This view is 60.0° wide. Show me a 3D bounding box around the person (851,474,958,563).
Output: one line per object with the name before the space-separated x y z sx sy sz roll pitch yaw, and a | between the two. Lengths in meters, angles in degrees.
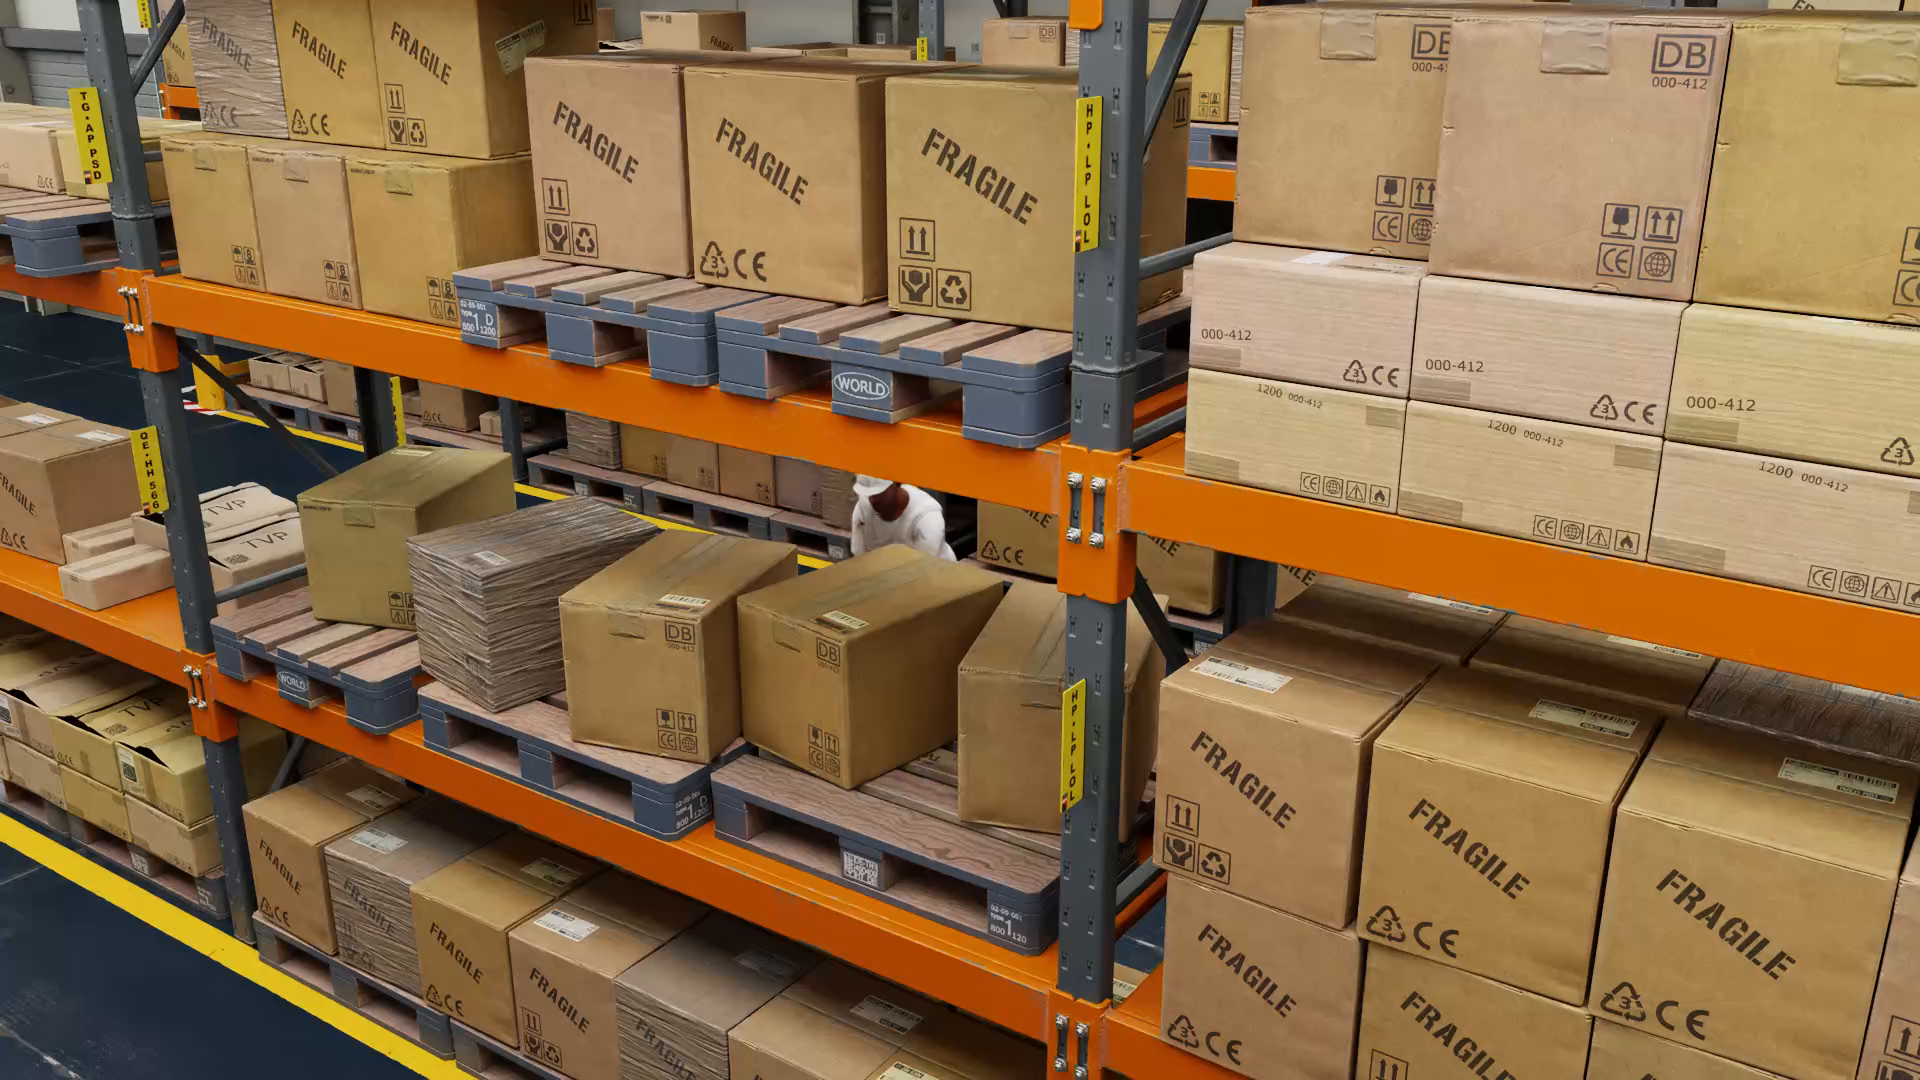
person | -0.291 0.301 8.336 0.492 1.669 0.670 12 23 31
